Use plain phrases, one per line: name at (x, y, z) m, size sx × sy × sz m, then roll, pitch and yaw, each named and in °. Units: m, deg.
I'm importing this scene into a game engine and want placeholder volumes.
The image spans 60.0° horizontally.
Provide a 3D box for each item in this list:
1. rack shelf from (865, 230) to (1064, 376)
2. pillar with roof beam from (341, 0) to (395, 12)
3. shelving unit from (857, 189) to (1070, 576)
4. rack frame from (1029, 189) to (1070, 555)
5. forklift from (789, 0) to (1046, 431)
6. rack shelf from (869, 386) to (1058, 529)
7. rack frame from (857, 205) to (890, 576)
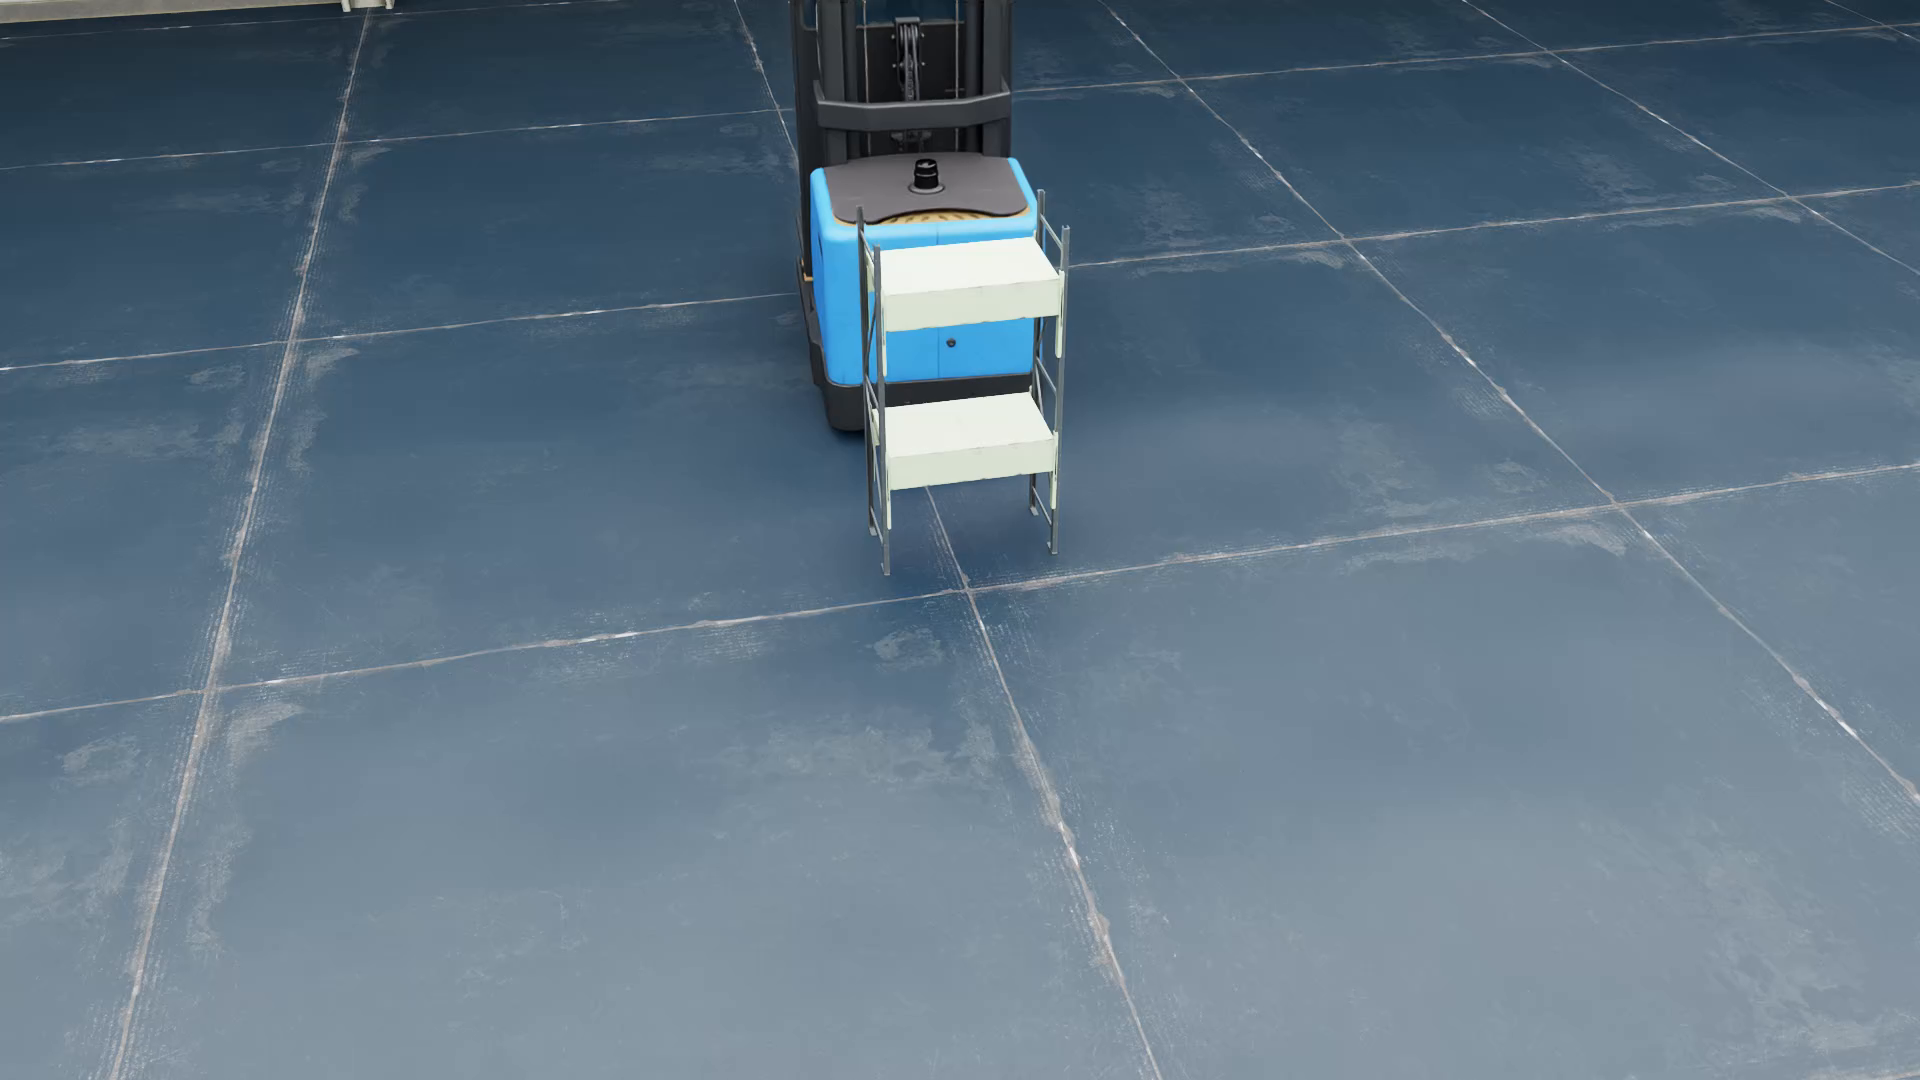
rack shelf at (0.007, -0.948, 6.616) m, size 0.720 × 0.370 × 0.431 m, roll -7°, pitch 35°, yaw -11°
pillar with roof beam at (-4.000, -5.881, 7.938) m, size 0.400 × 9.000 × 9.100 m, roll -7°, pitch 35°, yaw -11°
shelving unit at (0.007, -0.624, 6.833) m, size 0.755 × 1.500 × 0.431 m, roll -7°, pitch 35°, yaw -11°
rack frame at (0.363, -0.669, 6.900) m, size 0.023 × 1.500 × 0.400 m, roll -7°, pitch 35°, yaw -11°
forklift at (-0.319, -2.546, 8.413) m, size 1.130 × 2.935 × 3.031 m, roll -5°, pitch 34°, yaw -7°
rack shelf at (0.007, -0.353, 7.015) m, size 0.720 × 0.370 × 0.431 m, roll -7°, pitch 35°, yaw -11°
rack frame at (-0.350, -0.579, 6.766) m, size 0.023 × 1.500 × 0.400 m, roll -7°, pitch 35°, yaw -11°
